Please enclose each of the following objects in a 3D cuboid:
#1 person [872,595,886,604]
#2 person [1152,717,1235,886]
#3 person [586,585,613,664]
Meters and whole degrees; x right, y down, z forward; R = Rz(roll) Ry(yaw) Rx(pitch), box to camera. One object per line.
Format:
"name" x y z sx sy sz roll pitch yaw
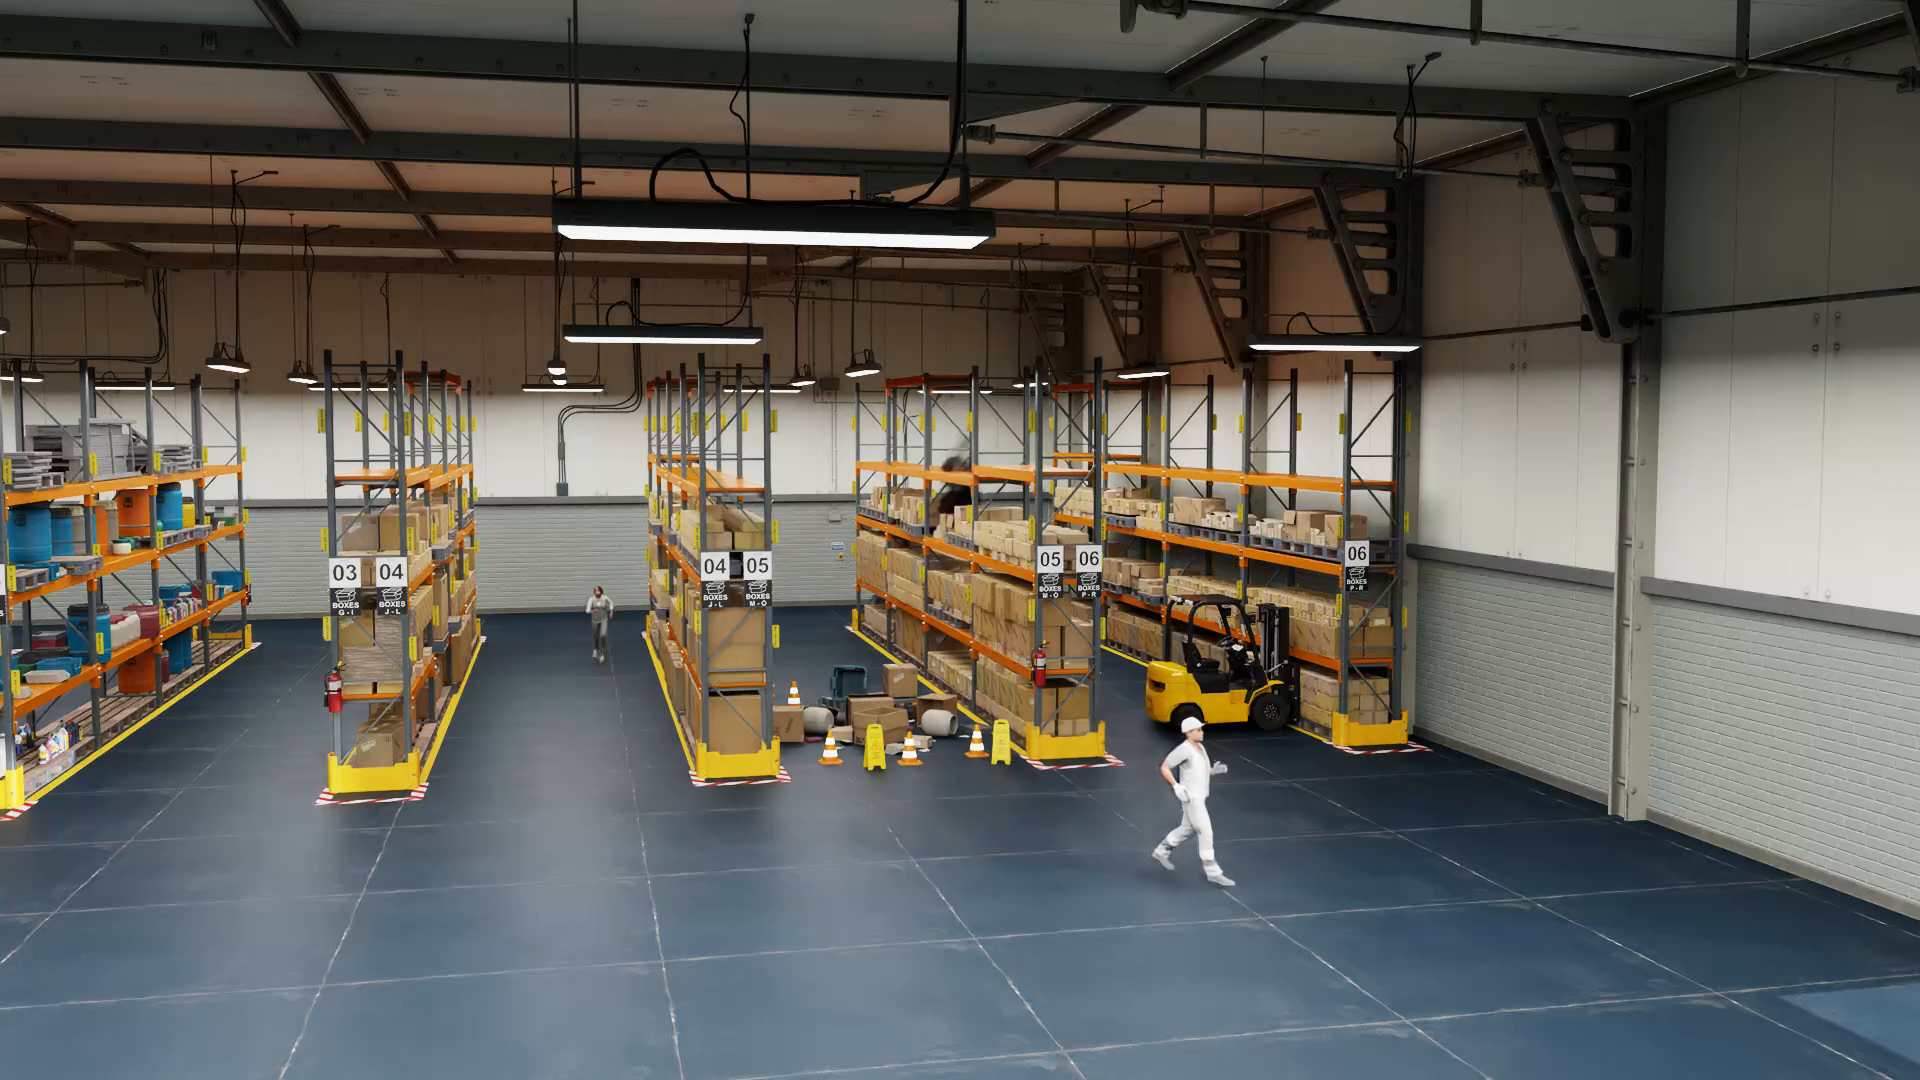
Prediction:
"person" -1.948 1.309 41.842 0.801 1.623 0.660 0 4 2
"person" 2.542 2.816 18.122 0.991 1.781 0.659 2 4 26
"person" -7.608 1.763 35.119 0.548 1.633 0.848 -1 4 -9
